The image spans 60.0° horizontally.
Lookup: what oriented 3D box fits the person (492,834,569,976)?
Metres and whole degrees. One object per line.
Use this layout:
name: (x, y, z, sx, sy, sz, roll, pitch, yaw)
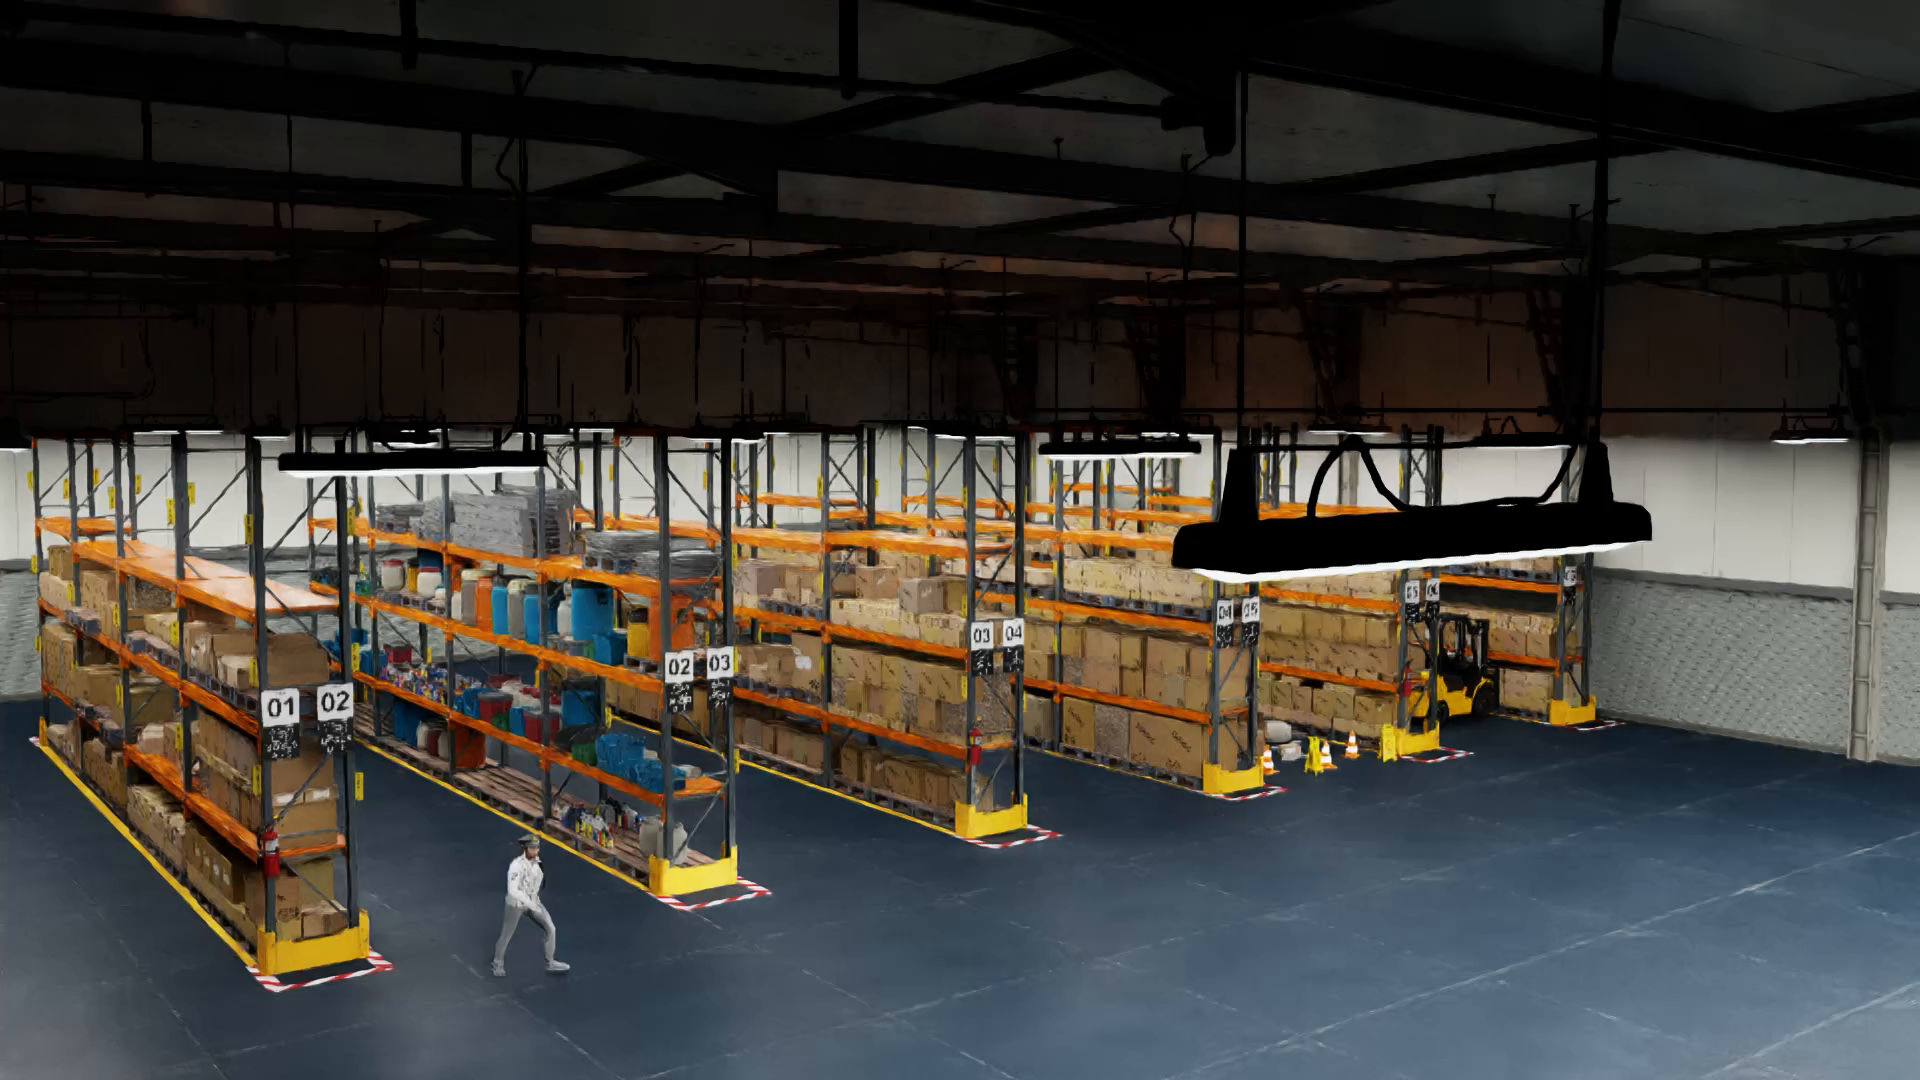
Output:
person: (-4.865, 4.059, 18.578, 0.774, 1.615, 0.638, 3, 5, 33)
